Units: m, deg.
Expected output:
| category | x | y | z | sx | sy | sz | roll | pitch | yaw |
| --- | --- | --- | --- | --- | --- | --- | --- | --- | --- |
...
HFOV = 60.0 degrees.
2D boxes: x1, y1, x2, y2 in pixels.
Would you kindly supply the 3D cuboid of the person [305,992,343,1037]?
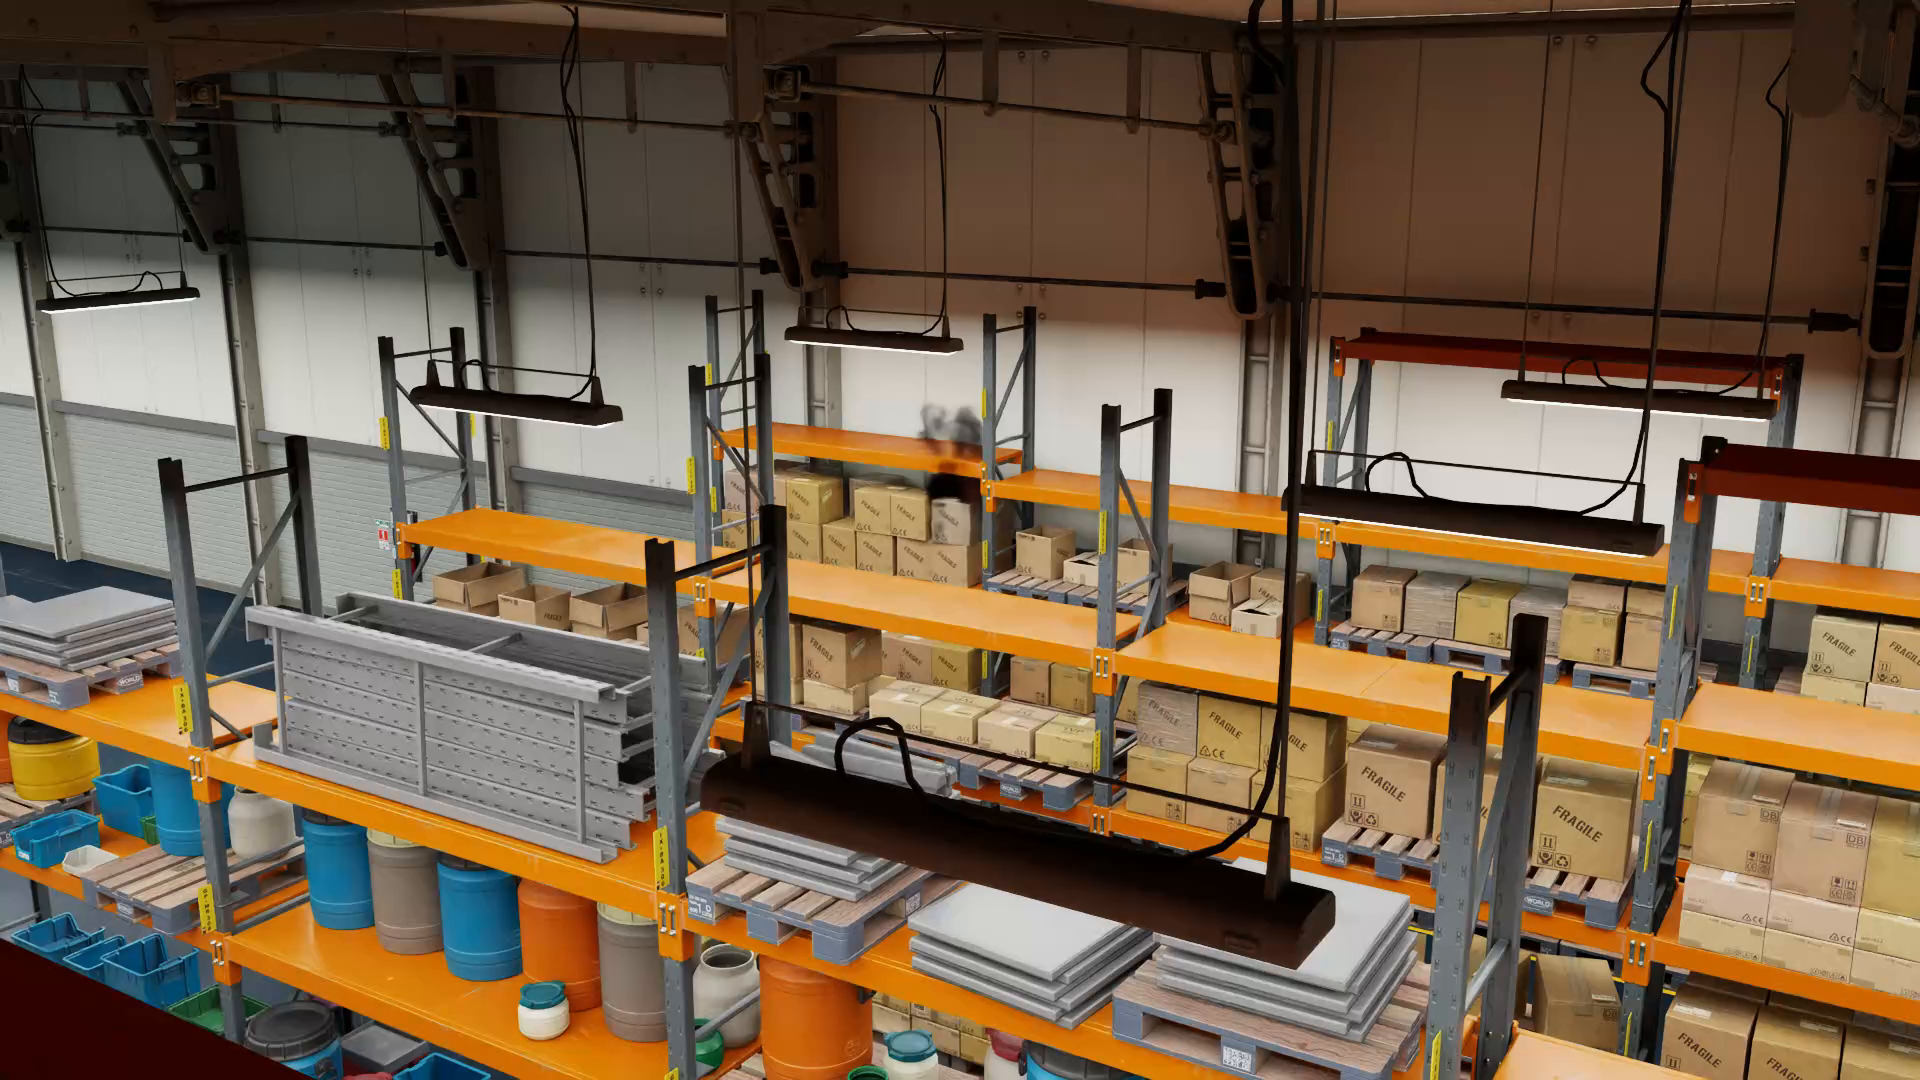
| category | x | y | z | sx | sy | sz | roll | pitch | yaw |
| --- | --- | --- | --- | --- | --- | --- | --- | --- | --- |
| person | -5.311 | 3.925 | 14.023 | 0.853 | 1.614 | 0.550 | 9 | 16 | 31 |
